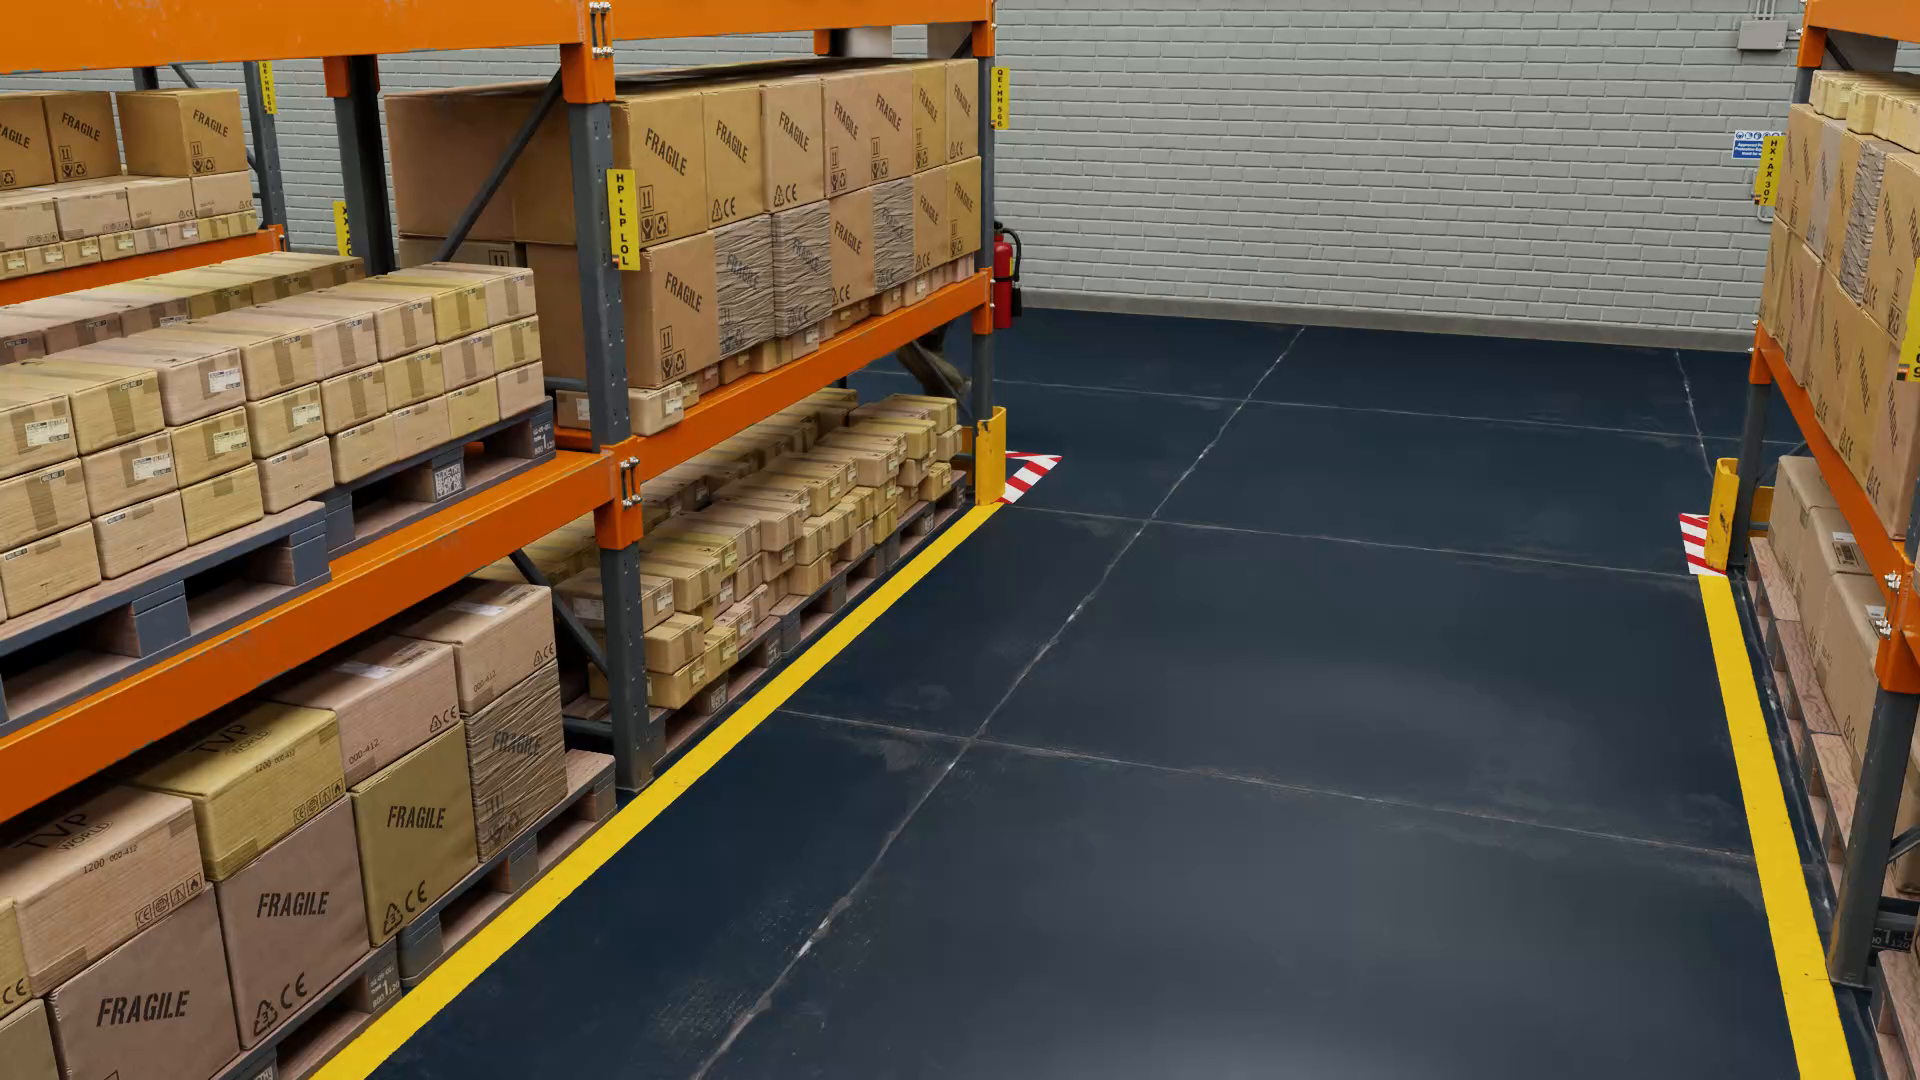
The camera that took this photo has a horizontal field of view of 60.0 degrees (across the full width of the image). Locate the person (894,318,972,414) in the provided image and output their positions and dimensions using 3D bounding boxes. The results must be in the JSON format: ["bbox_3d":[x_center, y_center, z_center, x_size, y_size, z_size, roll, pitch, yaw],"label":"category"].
[{"bbox_3d":[-0.147,-1.525,10.908,0.574,1.567,0.617,6,19,16],"label":"person"}]
